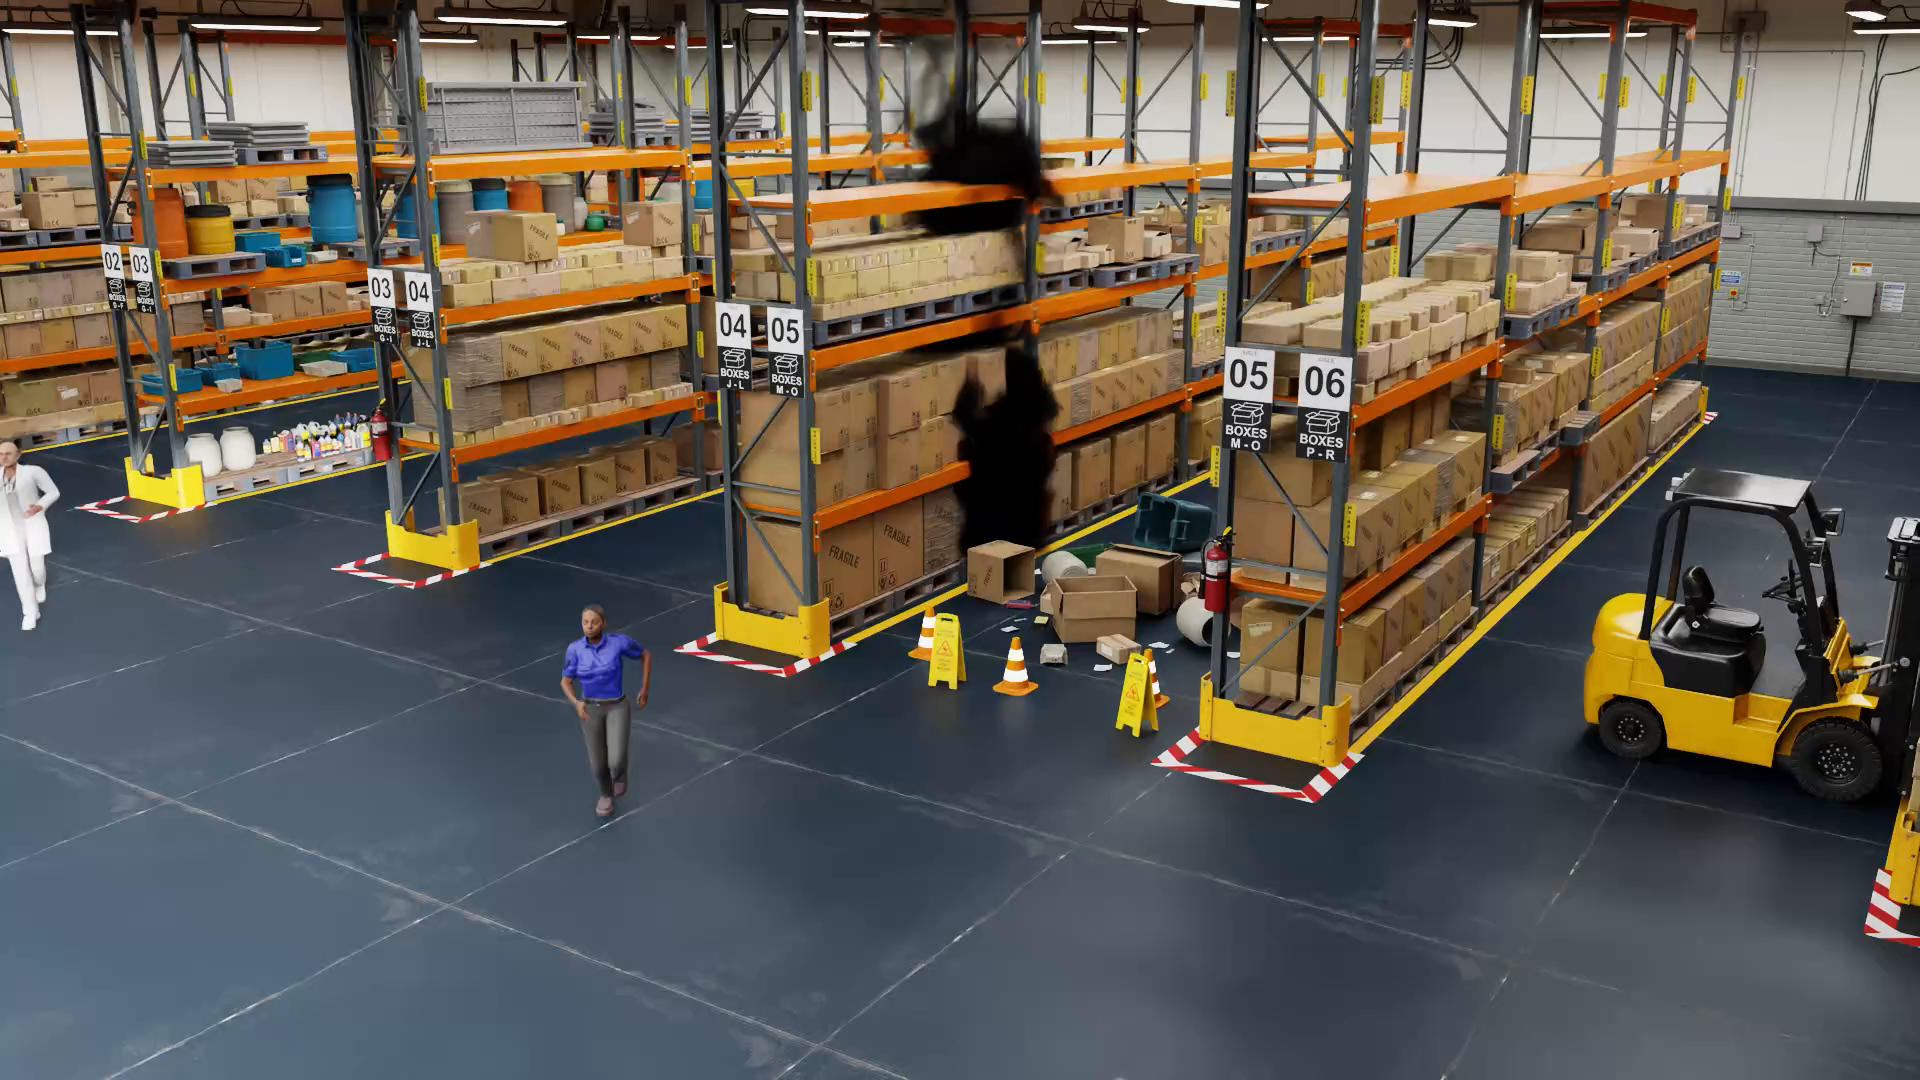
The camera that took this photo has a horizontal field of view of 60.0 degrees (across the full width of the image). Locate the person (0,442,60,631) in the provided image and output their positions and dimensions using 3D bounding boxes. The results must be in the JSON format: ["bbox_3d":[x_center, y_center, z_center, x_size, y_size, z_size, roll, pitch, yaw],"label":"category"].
[{"bbox_3d":[-9.148,-0.090,16.267,0.699,1.784,0.928,-6,17,-20],"label":"person"}]

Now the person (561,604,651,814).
[{"bbox_3d":[-2.509,1.232,11.802,0.607,1.612,0.669,-1,16,-3],"label":"person"}]
